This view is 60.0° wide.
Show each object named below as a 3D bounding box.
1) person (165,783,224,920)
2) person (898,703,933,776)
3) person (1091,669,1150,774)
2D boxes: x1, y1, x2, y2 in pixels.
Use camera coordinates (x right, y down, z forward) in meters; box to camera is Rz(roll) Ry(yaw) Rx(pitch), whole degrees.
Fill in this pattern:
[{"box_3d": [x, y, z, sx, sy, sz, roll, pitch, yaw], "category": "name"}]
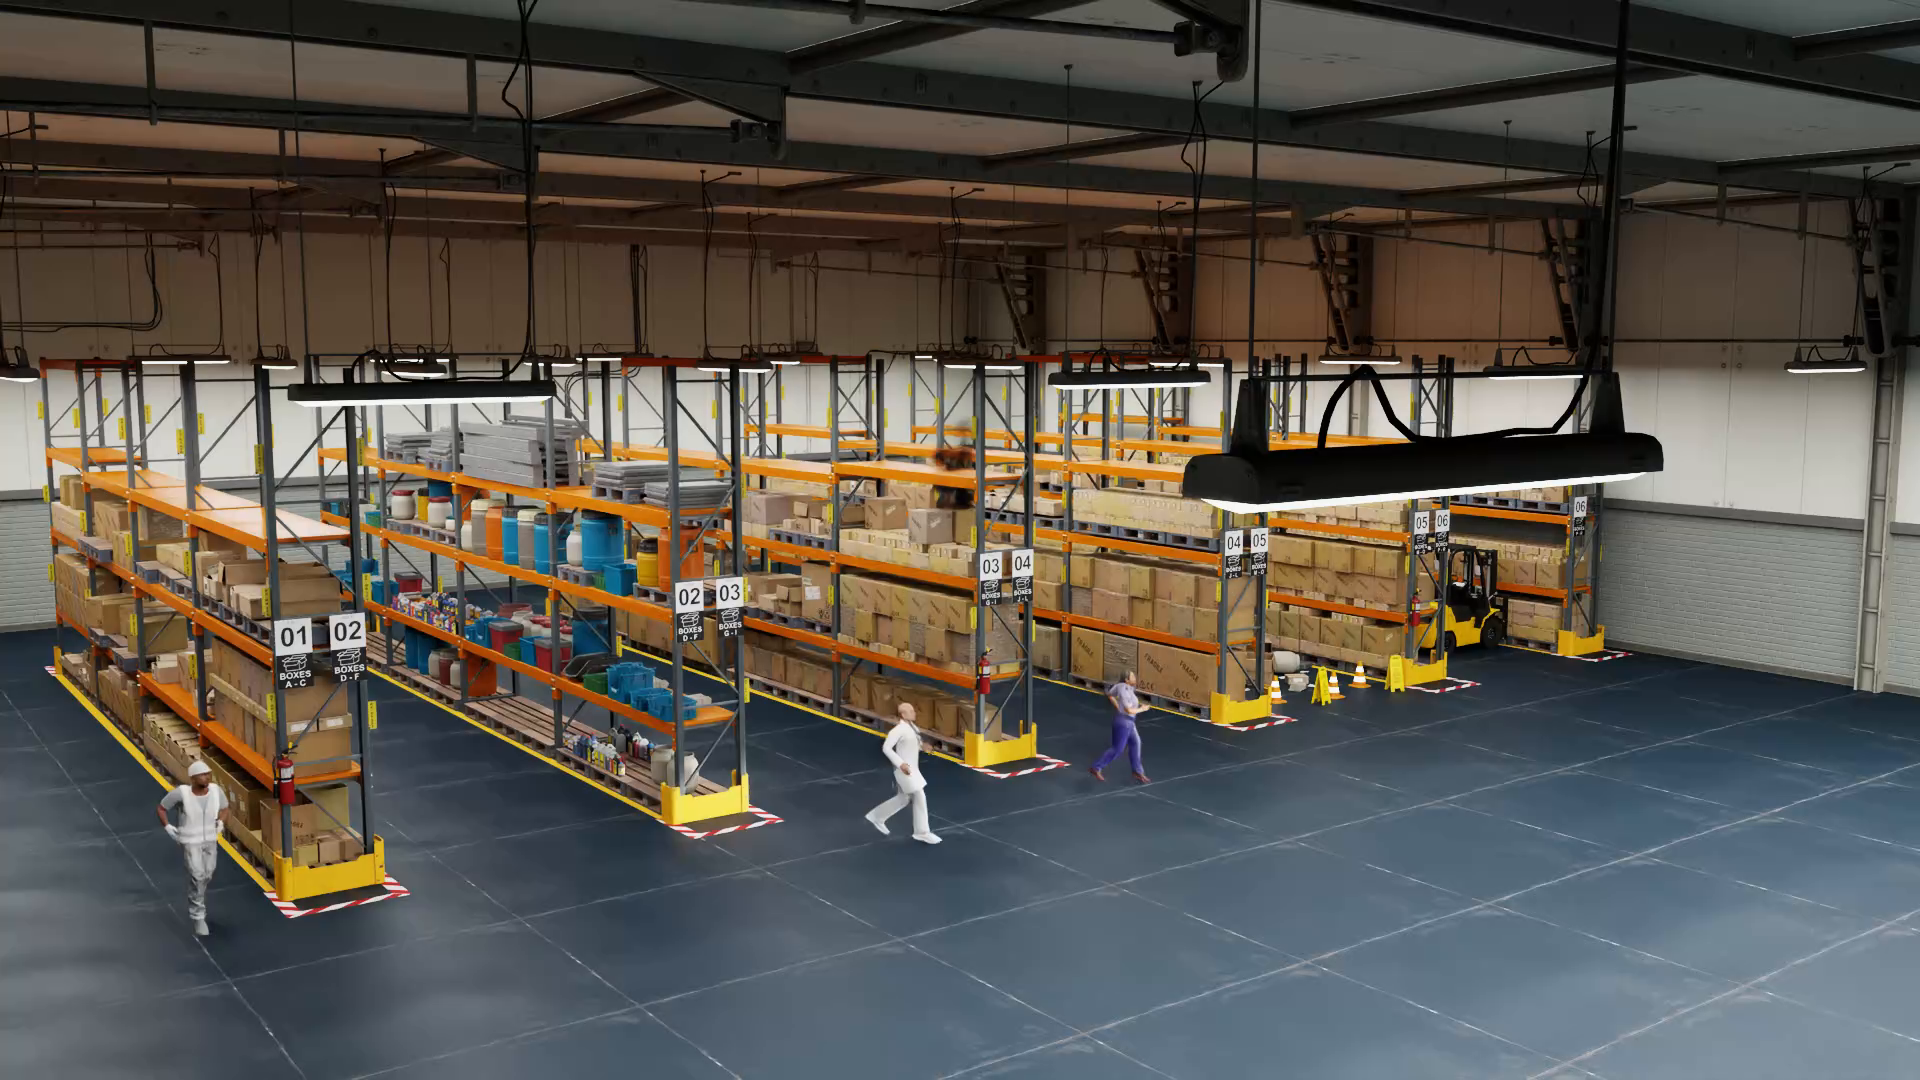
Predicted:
[{"box_3d": [-8.293, 3.344, 18.035, 0.725, 1.406, 0.559, 5, 9, 38], "category": "person"}, {"box_3d": [-0.637, 2.489, 20.970, 0.583, 0.897, 0.658, 1, 7, 5], "category": "person"}, {"box_3d": [2.283, 2.608, 23.762, 0.843, 1.534, 0.615, 0, 7, 1], "category": "person"}]
